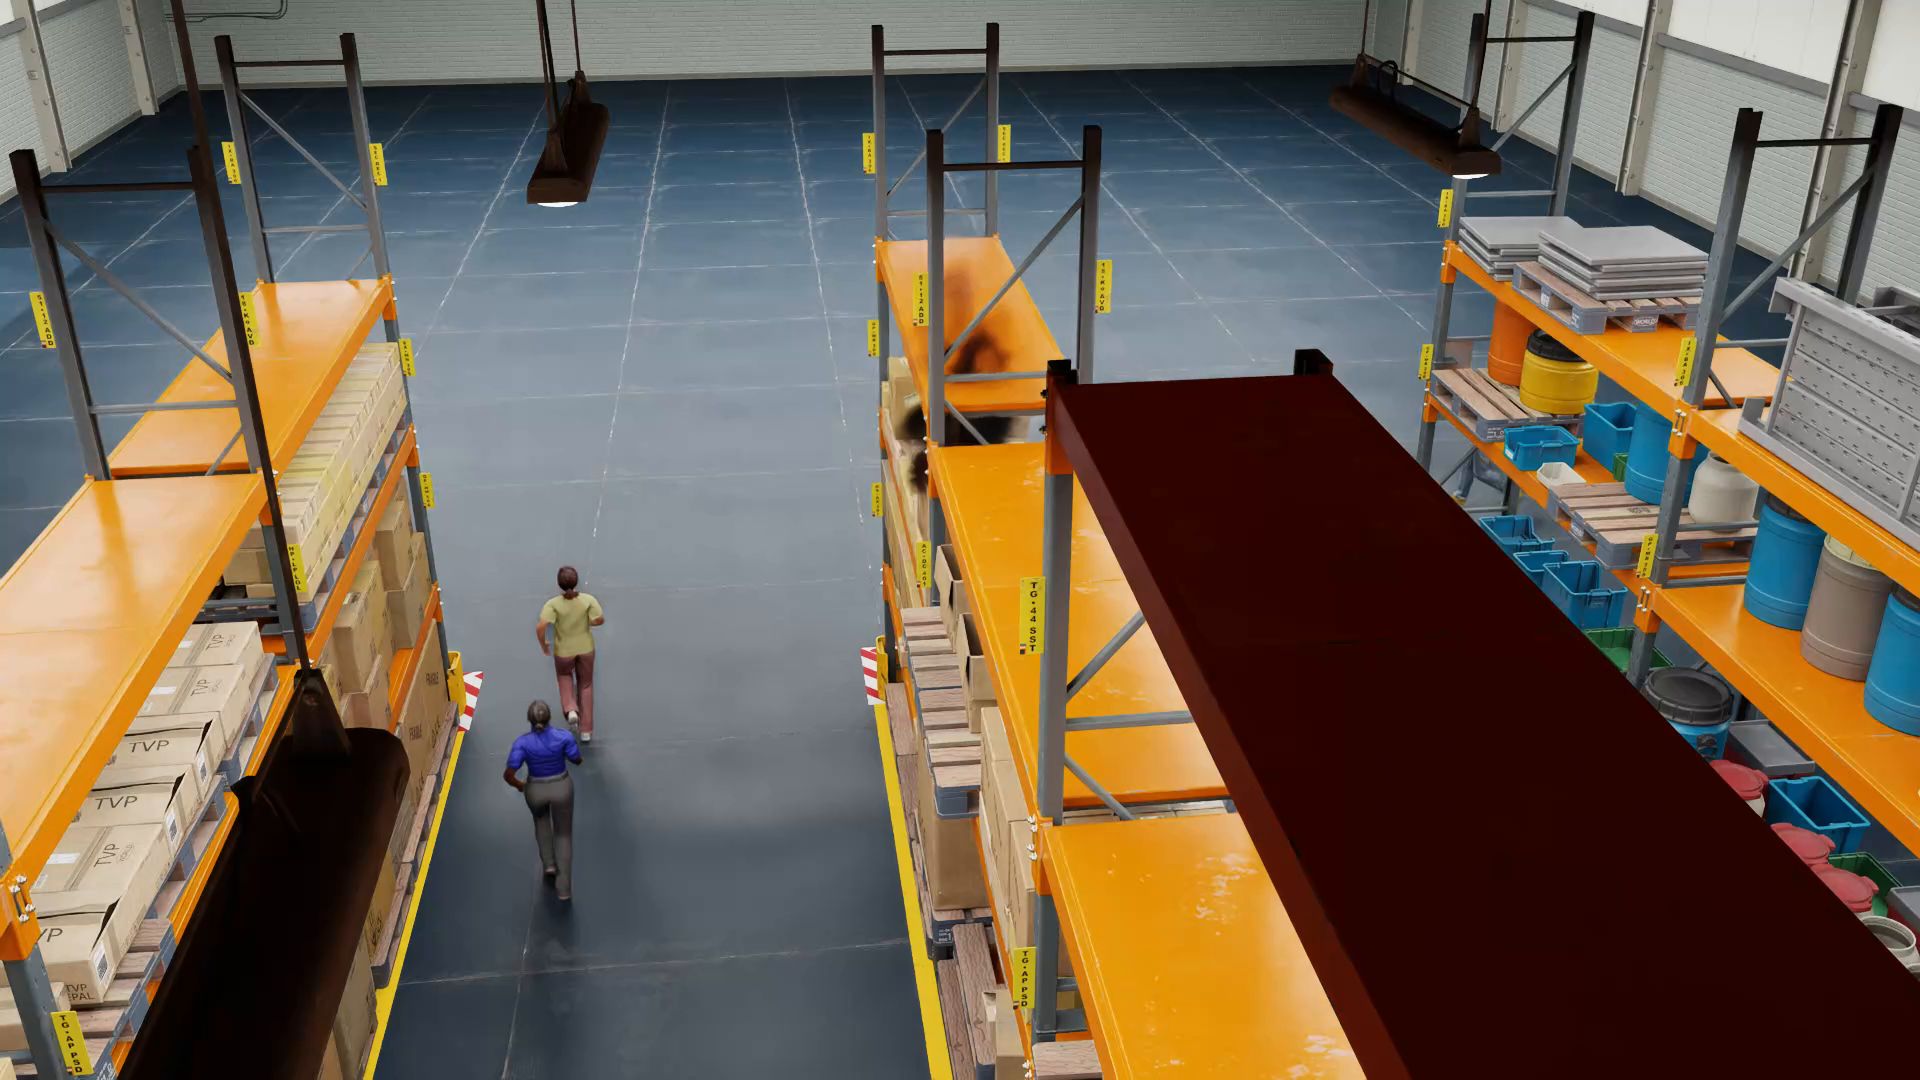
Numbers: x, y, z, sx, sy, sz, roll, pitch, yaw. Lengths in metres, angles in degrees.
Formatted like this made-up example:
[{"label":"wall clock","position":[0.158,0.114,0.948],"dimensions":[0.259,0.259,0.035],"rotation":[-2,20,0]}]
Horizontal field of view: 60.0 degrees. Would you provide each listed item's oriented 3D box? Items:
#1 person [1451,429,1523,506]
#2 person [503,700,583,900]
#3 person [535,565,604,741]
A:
[{"label":"person","position":[6.002,-1.153,18.869],"dimensions":[0.930,1.746,0.731],"rotation":[11,28,22]},{"label":"person","position":[-3.101,1.944,12.543],"dimensions":[0.555,1.700,0.702],"rotation":[-4,26,-9]},{"label":"person","position":[-3.398,0.957,14.596],"dimensions":[0.584,1.639,0.544],"rotation":[-9,27,-18]}]
